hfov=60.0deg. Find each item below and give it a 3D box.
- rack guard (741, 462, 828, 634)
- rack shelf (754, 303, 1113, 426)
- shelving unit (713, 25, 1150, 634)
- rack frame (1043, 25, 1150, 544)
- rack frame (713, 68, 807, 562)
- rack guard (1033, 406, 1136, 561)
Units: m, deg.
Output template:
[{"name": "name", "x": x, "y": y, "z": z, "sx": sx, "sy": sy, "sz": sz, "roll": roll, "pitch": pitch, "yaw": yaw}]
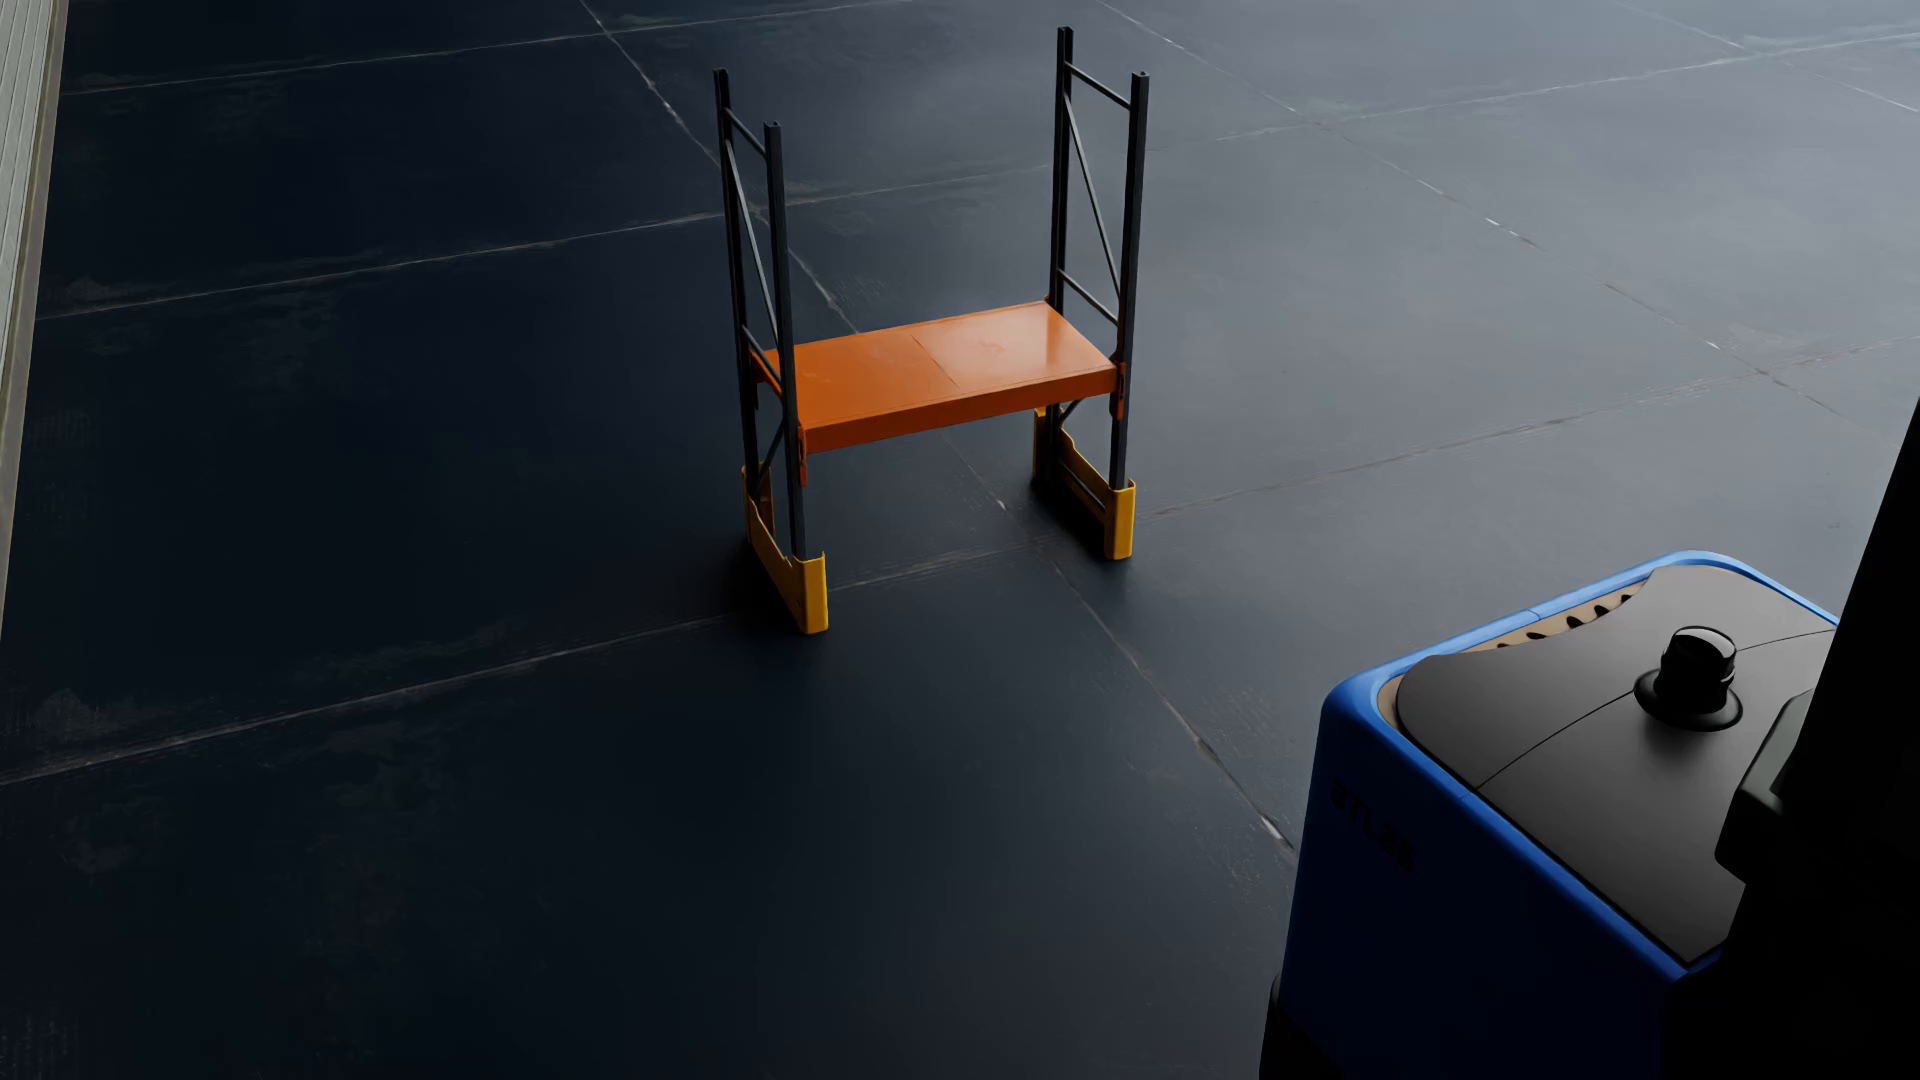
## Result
[{"name": "rack guard", "x": -0.529, "y": 0.016, "z": 4.995, "sx": 0.087, "sy": 0.250, "sz": 0.587, "roll": -13, "pitch": 35, "yaw": -19}, {"name": "rack shelf", "x": -0.079, "y": -0.516, "z": 4.875, "sx": 0.952, "sy": 0.026, "sz": 0.459, "roll": -13, "pitch": 35, "yaw": -19}, {"name": "shelving unit", "x": -0.070, "y": -0.613, "z": 4.816, "sx": 1.083, "sy": 1.500, "sz": 0.587, "roll": -13, "pitch": 35, "yaw": -19}, {"name": "rack frame", "x": 0.390, "y": -0.718, "z": 4.978, "sx": 0.032, "sy": 1.500, "sz": 0.500, "roll": -13, "pitch": 35, "yaw": -19}, {"name": "rack frame", "x": -0.547, "y": -0.503, "z": 4.648, "sx": 0.032, "sy": 1.500, "sz": 0.500, "roll": -13, "pitch": 35, "yaw": -19}, {"name": "rack guard", "x": 0.389, "y": -0.194, "z": 5.319, "sx": 0.087, "sy": 0.250, "sz": 0.587, "roll": -13, "pitch": 35, "yaw": -19}]
